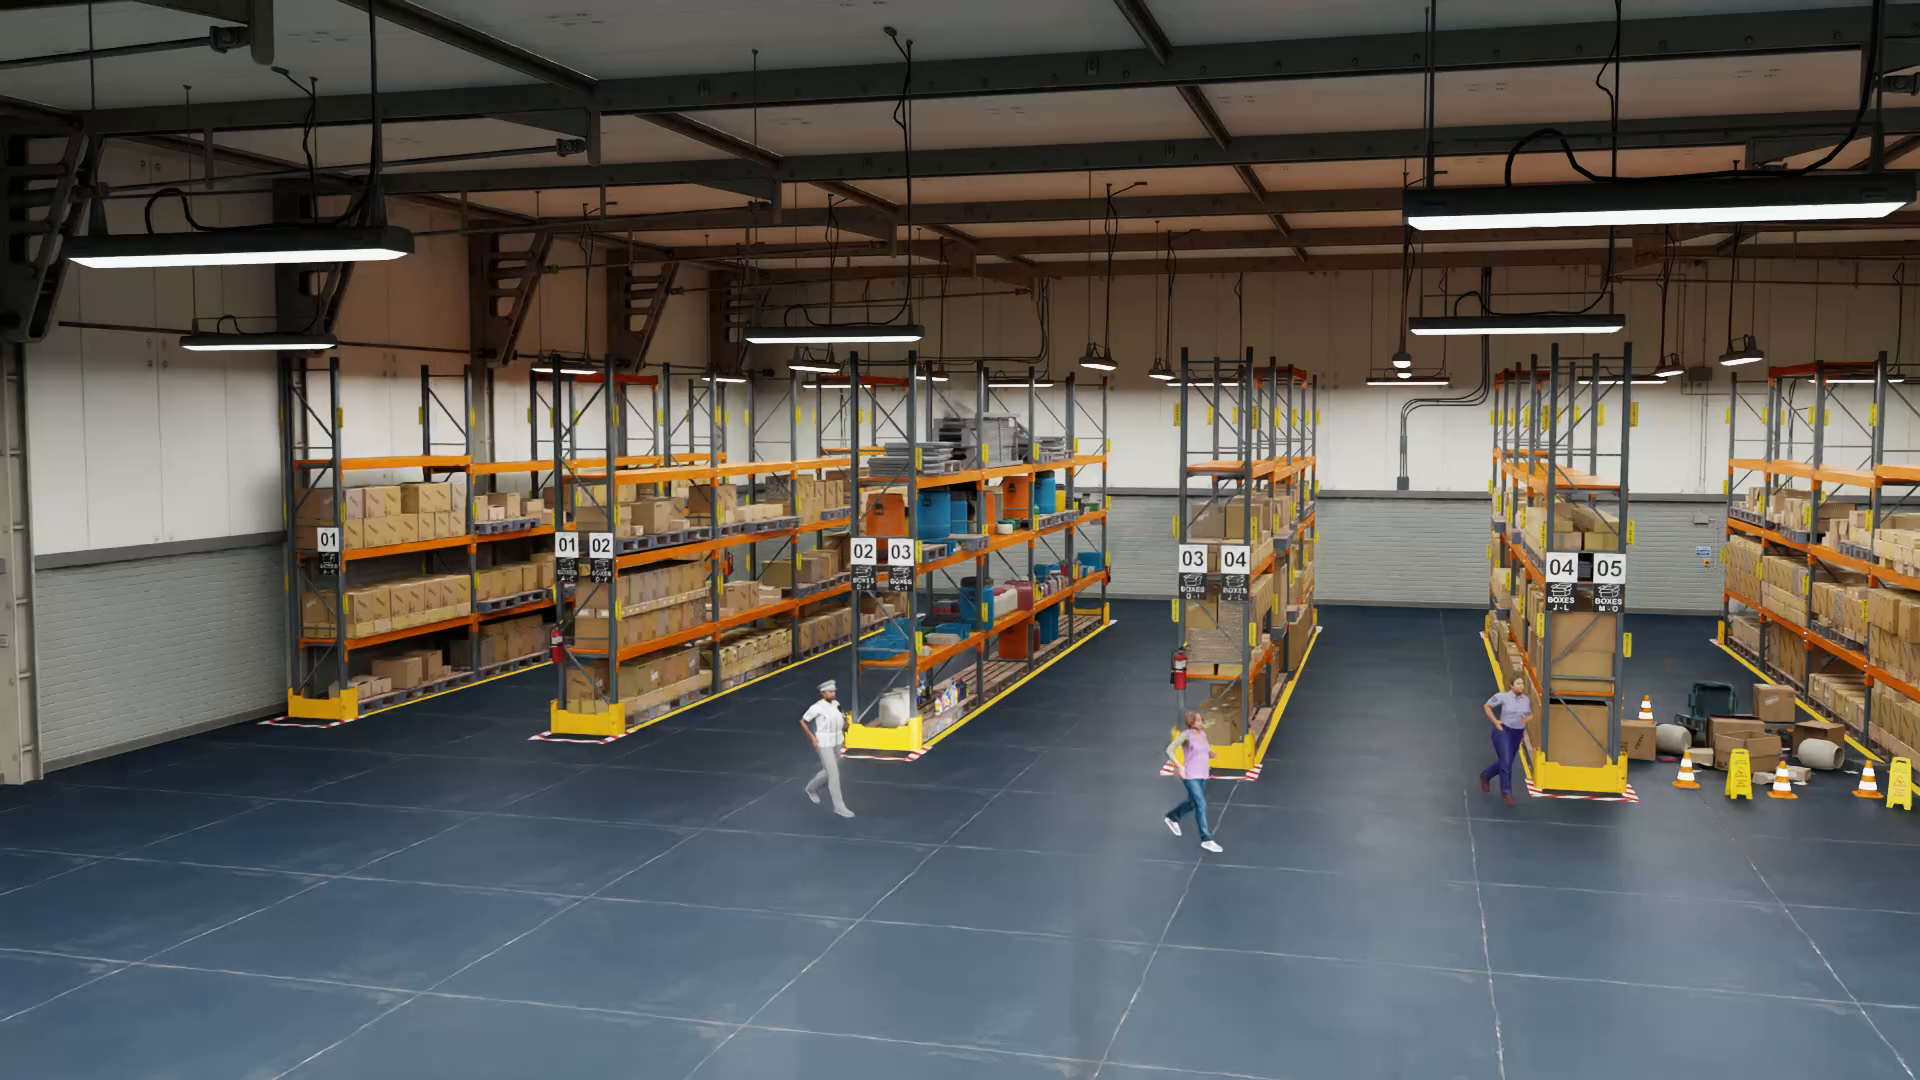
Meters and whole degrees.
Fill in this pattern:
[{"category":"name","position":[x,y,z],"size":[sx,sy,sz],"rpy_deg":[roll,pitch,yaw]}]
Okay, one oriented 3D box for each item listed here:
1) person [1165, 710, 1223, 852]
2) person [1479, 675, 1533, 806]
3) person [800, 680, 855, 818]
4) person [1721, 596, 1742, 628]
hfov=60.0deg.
[{"category":"person","position":[2.711,2.764,19.341],"size":[0.893,1.586,0.536],"rpy_deg":[4,6,45]},{"category":"person","position":[7.243,2.602,21.907],"size":[0.627,1.660,0.850],"rpy_deg":[-1,4,-19]},{"category":"person","position":[-1.665,2.593,20.993],"size":[0.941,1.684,0.574],"rpy_deg":[3,5,38]},{"category":"person","position":[17.700,1.374,37.927],"size":[0.758,1.717,0.612],"rpy_deg":[-4,6,-42]}]
